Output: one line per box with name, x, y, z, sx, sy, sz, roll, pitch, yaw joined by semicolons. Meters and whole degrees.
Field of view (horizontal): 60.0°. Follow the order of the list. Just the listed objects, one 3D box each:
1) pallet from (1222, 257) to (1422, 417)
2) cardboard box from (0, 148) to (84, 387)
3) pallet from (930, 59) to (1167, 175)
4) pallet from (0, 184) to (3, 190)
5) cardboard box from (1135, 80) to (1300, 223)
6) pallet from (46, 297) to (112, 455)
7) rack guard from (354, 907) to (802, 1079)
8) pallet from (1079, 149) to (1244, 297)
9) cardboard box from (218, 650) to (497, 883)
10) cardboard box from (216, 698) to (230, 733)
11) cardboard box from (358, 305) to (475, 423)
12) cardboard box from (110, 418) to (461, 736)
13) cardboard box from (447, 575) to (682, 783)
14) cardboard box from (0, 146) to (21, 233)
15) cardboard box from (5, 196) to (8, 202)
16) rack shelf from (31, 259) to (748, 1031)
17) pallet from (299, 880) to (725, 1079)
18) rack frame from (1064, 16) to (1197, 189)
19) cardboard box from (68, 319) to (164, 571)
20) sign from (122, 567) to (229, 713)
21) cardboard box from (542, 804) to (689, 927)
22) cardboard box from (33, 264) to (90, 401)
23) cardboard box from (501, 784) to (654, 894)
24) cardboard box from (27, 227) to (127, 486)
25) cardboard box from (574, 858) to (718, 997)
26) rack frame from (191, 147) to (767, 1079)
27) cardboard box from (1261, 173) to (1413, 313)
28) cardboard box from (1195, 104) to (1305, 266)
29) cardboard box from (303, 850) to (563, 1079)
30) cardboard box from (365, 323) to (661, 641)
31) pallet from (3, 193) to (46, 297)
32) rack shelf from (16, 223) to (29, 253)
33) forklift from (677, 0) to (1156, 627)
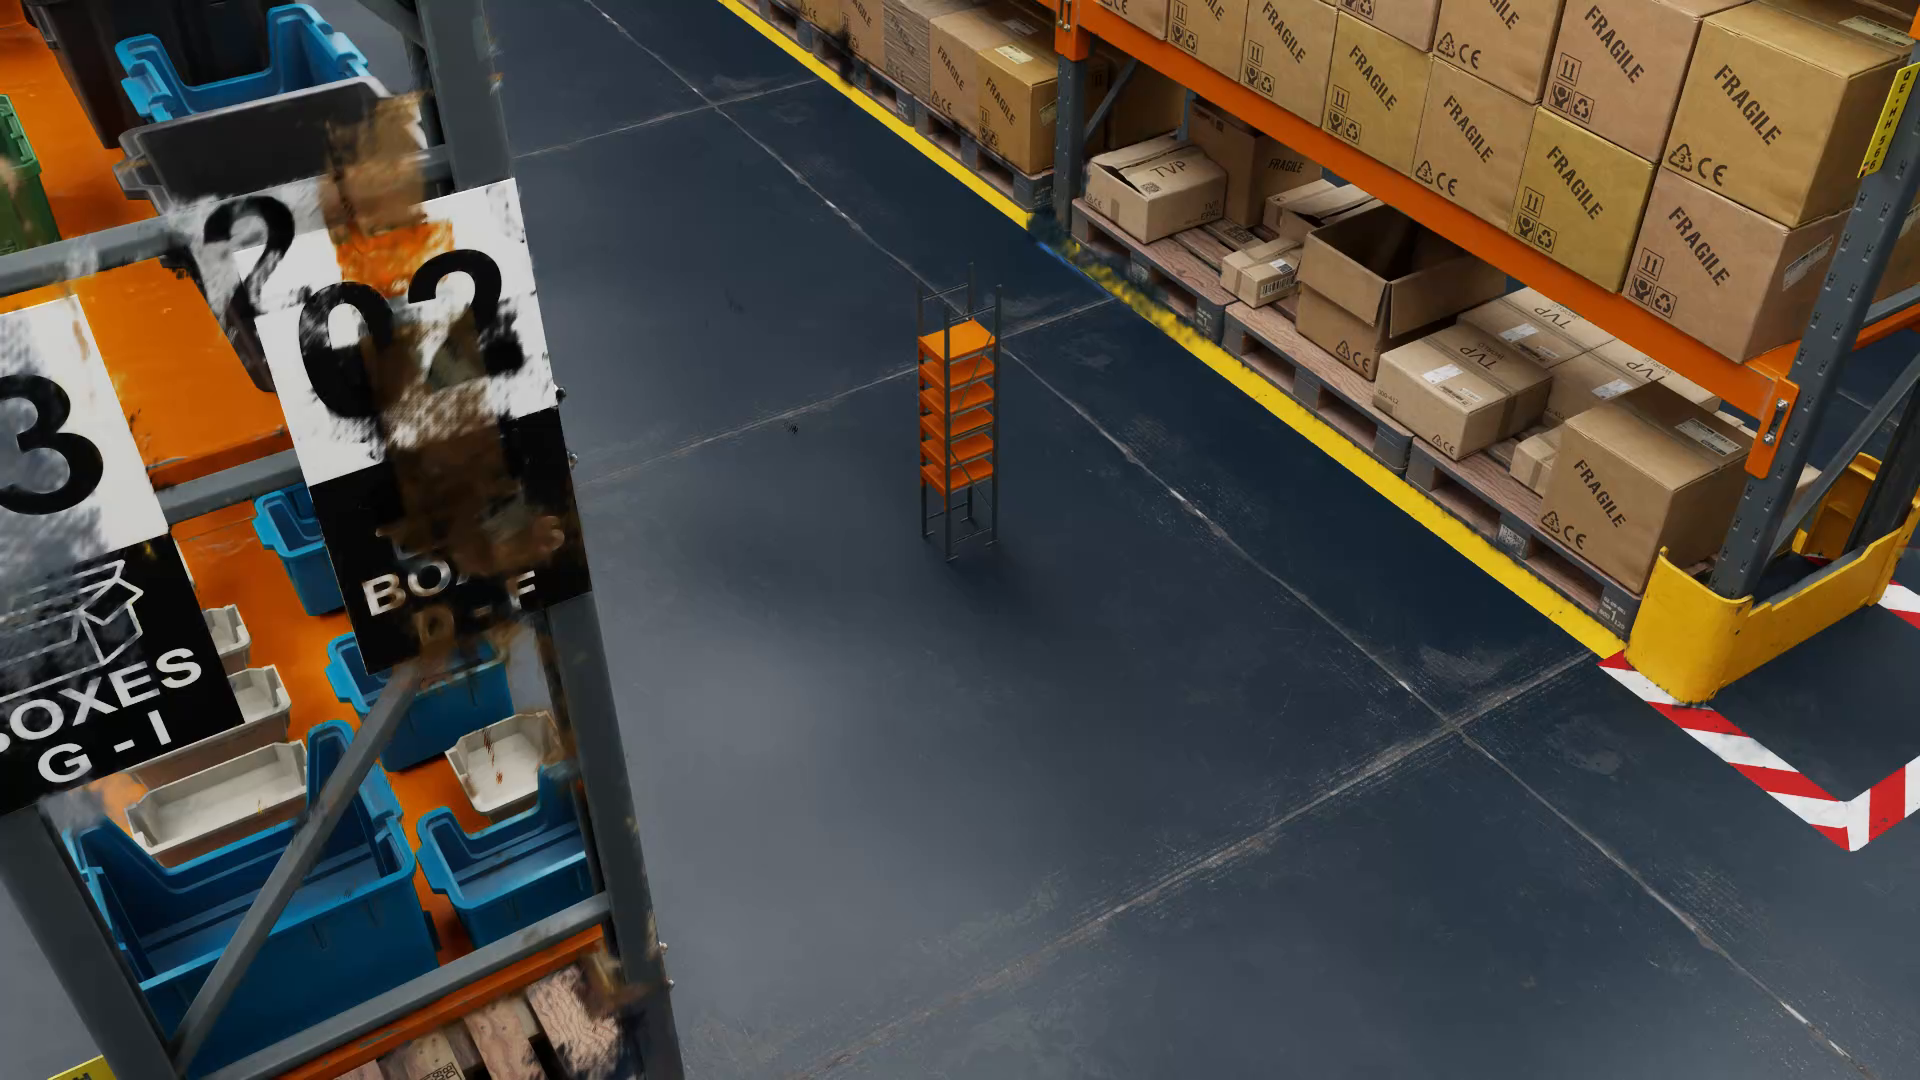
pallet;6.111;-2.487;9.570;1.003;0.211;1.213;-22;45;-24
cardboard box;1.782;-2.185;6.170;0.500;0.500;0.500;-21;44;-23
pallet;4.630;-3.974;11.354;1.003;0.211;1.213;-22;45;-24
pallet;-0.847;-3.619;10.929;1.003;0.211;1.213;-22;45;-24
cardboard box;5.424;-3.417;10.132;0.700;0.500;0.500;-22;44;-24
pallet;0.465;-2.302;9.348;1.003;0.211;1.213;-22;45;-24
rack guard;3.044;0.130;6.203;1.175;0.500;0.348;-22;45;-24
pallet;5.451;-3.146;10.361;1.003;0.211;1.213;-22;45;-24
cardboard box;2.614;-0.975;5.499;0.500;0.500;0.500;-21;44;-23
cardboard box;2.332;-1.254;5.834;0.500;0.500;0.500;-22;45;-24
cardboard box;2.781;-1.821;5.733;0.500;0.500;0.500;-22;44;-24
cardboard box;2.614;-1.357;5.176;0.500;0.500;0.500;-23;45;-25
cardboard box;3.068;-1.157;5.718;0.500;0.500;0.500;-21;44;-24
cardboard box;1.504;-2.463;6.504;0.500;0.500;0.500;-24;45;-26
cardboard box;-0.376;-3.138;9.782;0.500;0.500;0.500;-24;45;-26
rack shelf;2.009;-1.592;6.879;1.077;0.370;4.000;-22;45;-24
pallet;2.614;-0.188;6.811;1.003;0.211;1.213;-22;45;-24
rack frame;5.109;-4.655;9.993;1.000;3.000;0.127;-22;45;-24
cardboard box;2.341;-1.629;5.503;0.500;0.500;0.500;-21;44;-23
sign;2.606;-1.175;4.665;0.100;0.325;0.005;-22;45;-24
cardboard box;3.015;-0.349;6.695;0.380;0.166;0.250;-22;45;-24
cardboard box;0.427;-2.324;8.805;0.500;0.500;0.500;-22;45;-25
cardboard box;2.763;-0.562;6.886;0.500;0.250;0.500;-22;45;-24
cardboard box;2.058;-1.908;5.837;0.500;0.500;0.500;-21;44;-23
cardboard box;3.149;-0.207;6.538;0.380;0.149;0.250;-22;45;-24
rack frame;3.085;-0.789;5.353;1.000;3.000;0.127;-22;45;-24
cardboard box;5.966;-2.867;9.472;0.700;0.500;0.500;-21;44;-23
cardboard box;5.692;-3.145;9.805;0.700;0.500;0.500;-23;45;-25
cardboard box;2.585;-0.206;6.263;0.500;0.500;0.500;-22;45;-24
cardboard box;3.068;-1.542;5.398;0.500;0.500;0.500;-21;44;-23
pallet;-0.195;-2.962;10.139;1.003;0.211;1.213;-22;45;-24
rack shelf;-0.142;-3.751;9.470;1.077;0.370;4.000;-22;45;-24
forklift;3.611;-3.080;8.156;1.130;2.935;3.031;-22;44;-24
